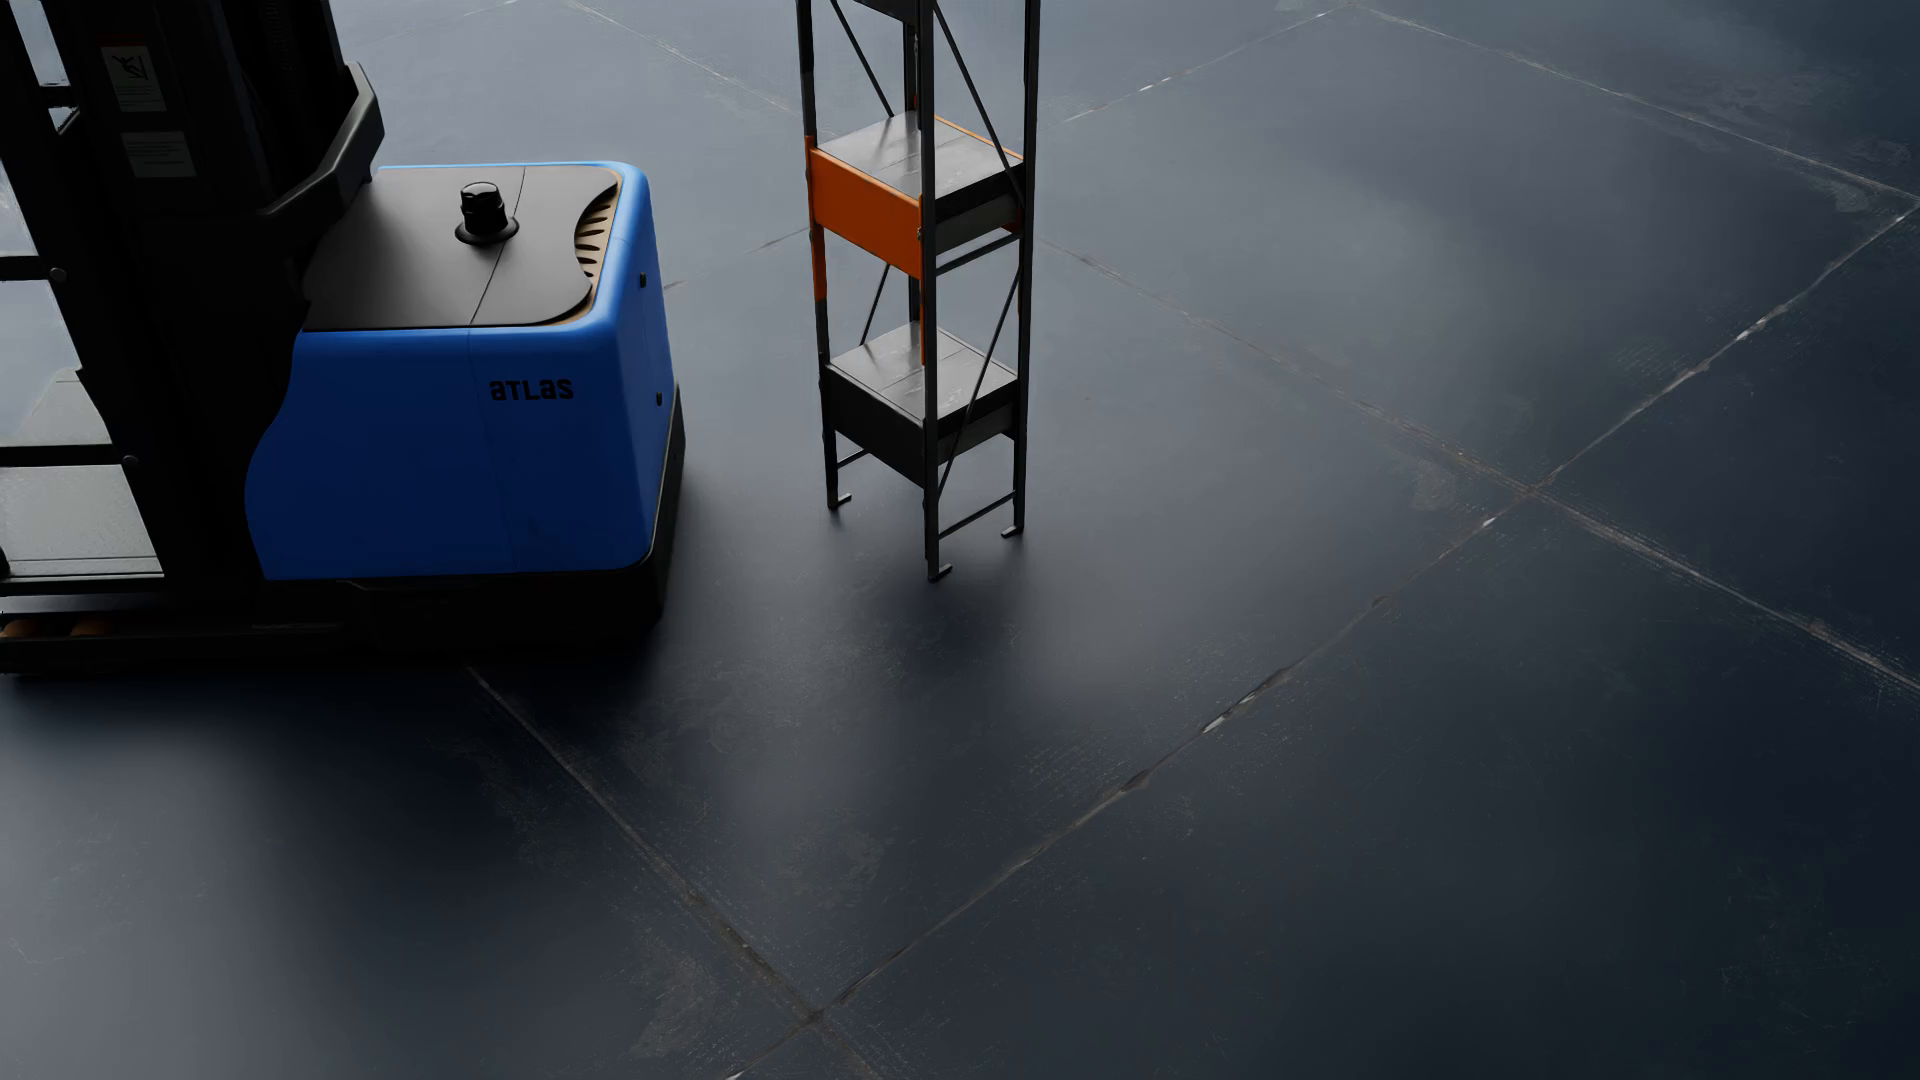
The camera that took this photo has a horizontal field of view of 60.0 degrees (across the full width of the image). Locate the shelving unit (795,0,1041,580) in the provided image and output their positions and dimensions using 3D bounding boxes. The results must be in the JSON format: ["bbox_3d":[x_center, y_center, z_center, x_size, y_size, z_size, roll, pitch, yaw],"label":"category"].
[{"bbox_3d":[-0.112,-0.893,4.685,0.431,2.100,0.503,-30,48,-32],"label":"shelving unit"}]

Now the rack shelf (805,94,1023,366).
[{"bbox_3d":[-0.112,-0.883,4.694,0.431,0.518,0.480,-30,48,-32],"label":"rack shelf"}]

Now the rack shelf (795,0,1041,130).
[{"bbox_3d":[-0.112,-1.427,4.254,0.431,0.518,0.480,-30,48,-32],"label":"rack shelf"}]

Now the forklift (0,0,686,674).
[{"bbox_3d":[-2.404,-1.092,4.270,3.031,2.935,1.130,-2,39,-2],"label":"forklift"}]

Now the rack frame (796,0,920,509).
[{"bbox_3d":[-0.277,-1.006,4.825,0.400,2.100,0.015,-30,48,-32],"label":"rack frame"}]

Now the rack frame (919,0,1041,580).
[{"bbox_3d":[0.053,-0.781,4.545,0.400,2.100,0.015,-30,48,-32],"label":"rack frame"}]

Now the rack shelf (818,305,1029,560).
[{"bbox_3d":[-0.112,-0.338,5.134,0.431,0.518,0.480,-30,48,-32],"label":"rack shelf"}]
